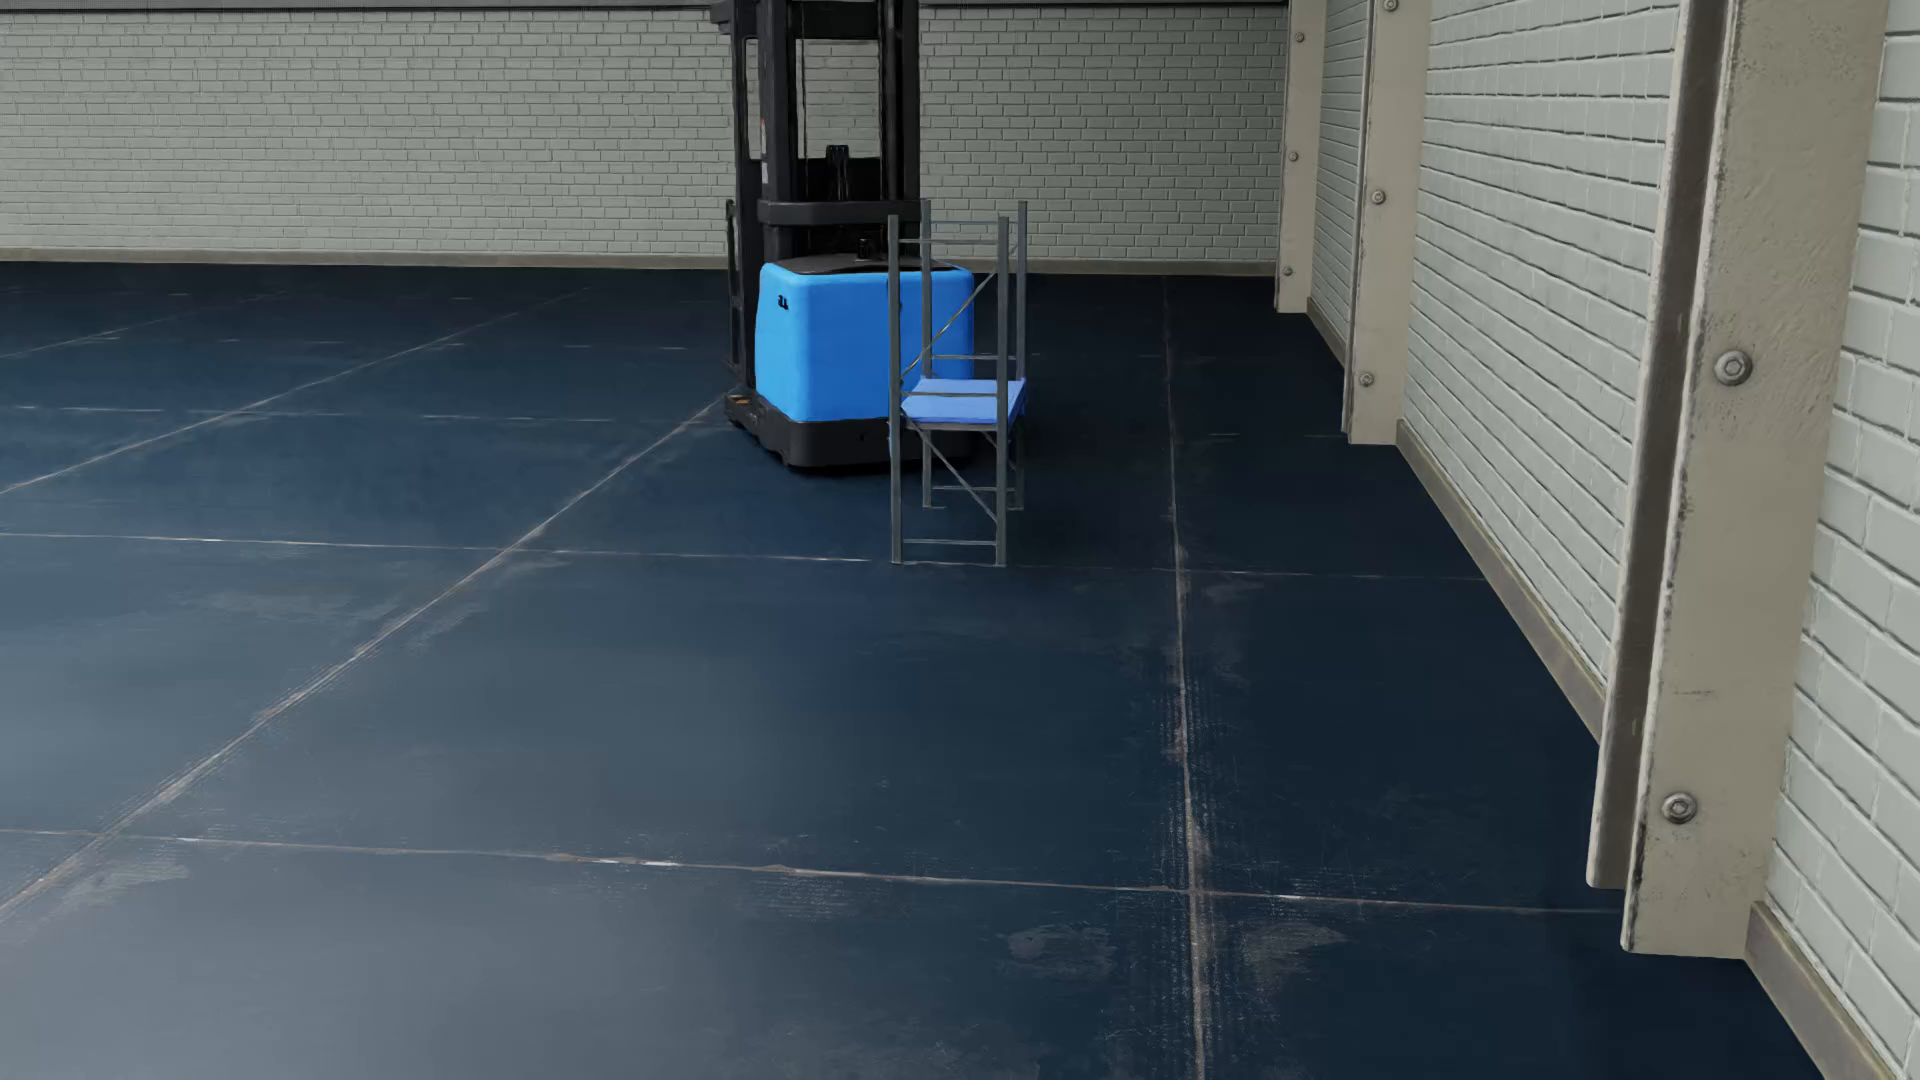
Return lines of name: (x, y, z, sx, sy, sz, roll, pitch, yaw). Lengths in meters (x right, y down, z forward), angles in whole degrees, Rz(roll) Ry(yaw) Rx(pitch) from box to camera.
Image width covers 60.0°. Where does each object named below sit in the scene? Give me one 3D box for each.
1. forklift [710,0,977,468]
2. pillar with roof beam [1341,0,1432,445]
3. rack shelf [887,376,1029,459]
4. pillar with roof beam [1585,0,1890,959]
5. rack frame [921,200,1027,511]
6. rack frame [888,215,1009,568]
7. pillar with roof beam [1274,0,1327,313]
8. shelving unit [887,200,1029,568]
forklift: (-0.846, -2.143, 9.971, 1.130, 2.935, 3.031, -5, 16, -17)
pillar with roof beam: (-1.825, -5.083, 9.219, 9.100, 9.000, 0.400, 2, 15, 6)
rack shelf: (0.010, -0.572, 7.595, 0.538, 0.185, 1.000, 2, 15, 6)
pillar with roof beam: (-2.502, -3.526, 3.464, 9.100, 9.000, 0.400, 2, 15, 6)
rack frame: (0.067, -0.878, 8.036, 0.500, 1.500, 0.032, 2, 15, 6)
rack frame: (-0.048, -0.614, 7.061, 0.500, 1.500, 0.032, 2, 15, 6)
pillar with roof beam: (-1.148, -6.639, 14.974, 9.100, 9.000, 0.400, 2, 15, 6)
shelving unit: (0.010, -0.746, 7.548, 0.538, 1.500, 1.048, 2, 15, 6)
